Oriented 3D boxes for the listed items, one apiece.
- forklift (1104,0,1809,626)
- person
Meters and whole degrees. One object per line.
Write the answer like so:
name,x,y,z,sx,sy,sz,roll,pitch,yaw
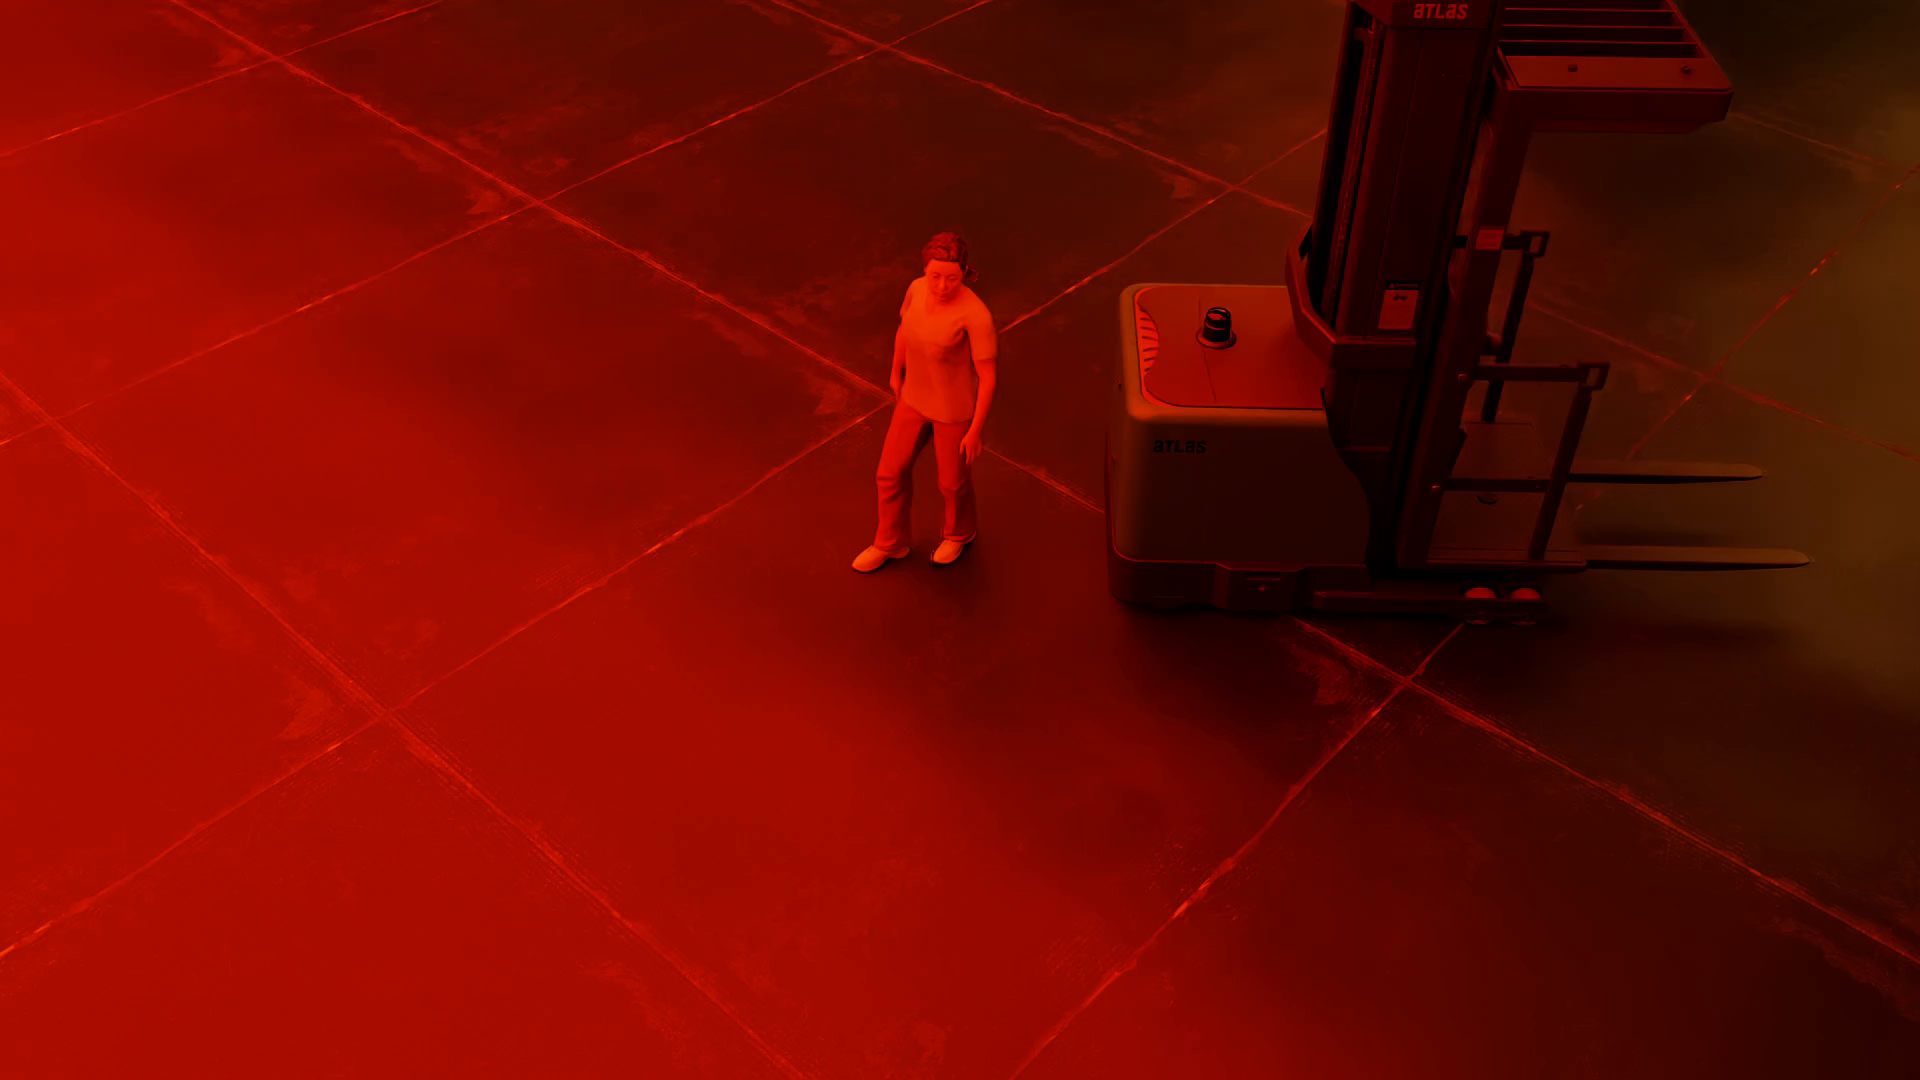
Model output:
forklift,2.189,-1.095,6.704,3.031,2.935,1.130,1,41,2
person,-0.129,-0.530,7.031,0.599,1.652,0.578,25,46,26
